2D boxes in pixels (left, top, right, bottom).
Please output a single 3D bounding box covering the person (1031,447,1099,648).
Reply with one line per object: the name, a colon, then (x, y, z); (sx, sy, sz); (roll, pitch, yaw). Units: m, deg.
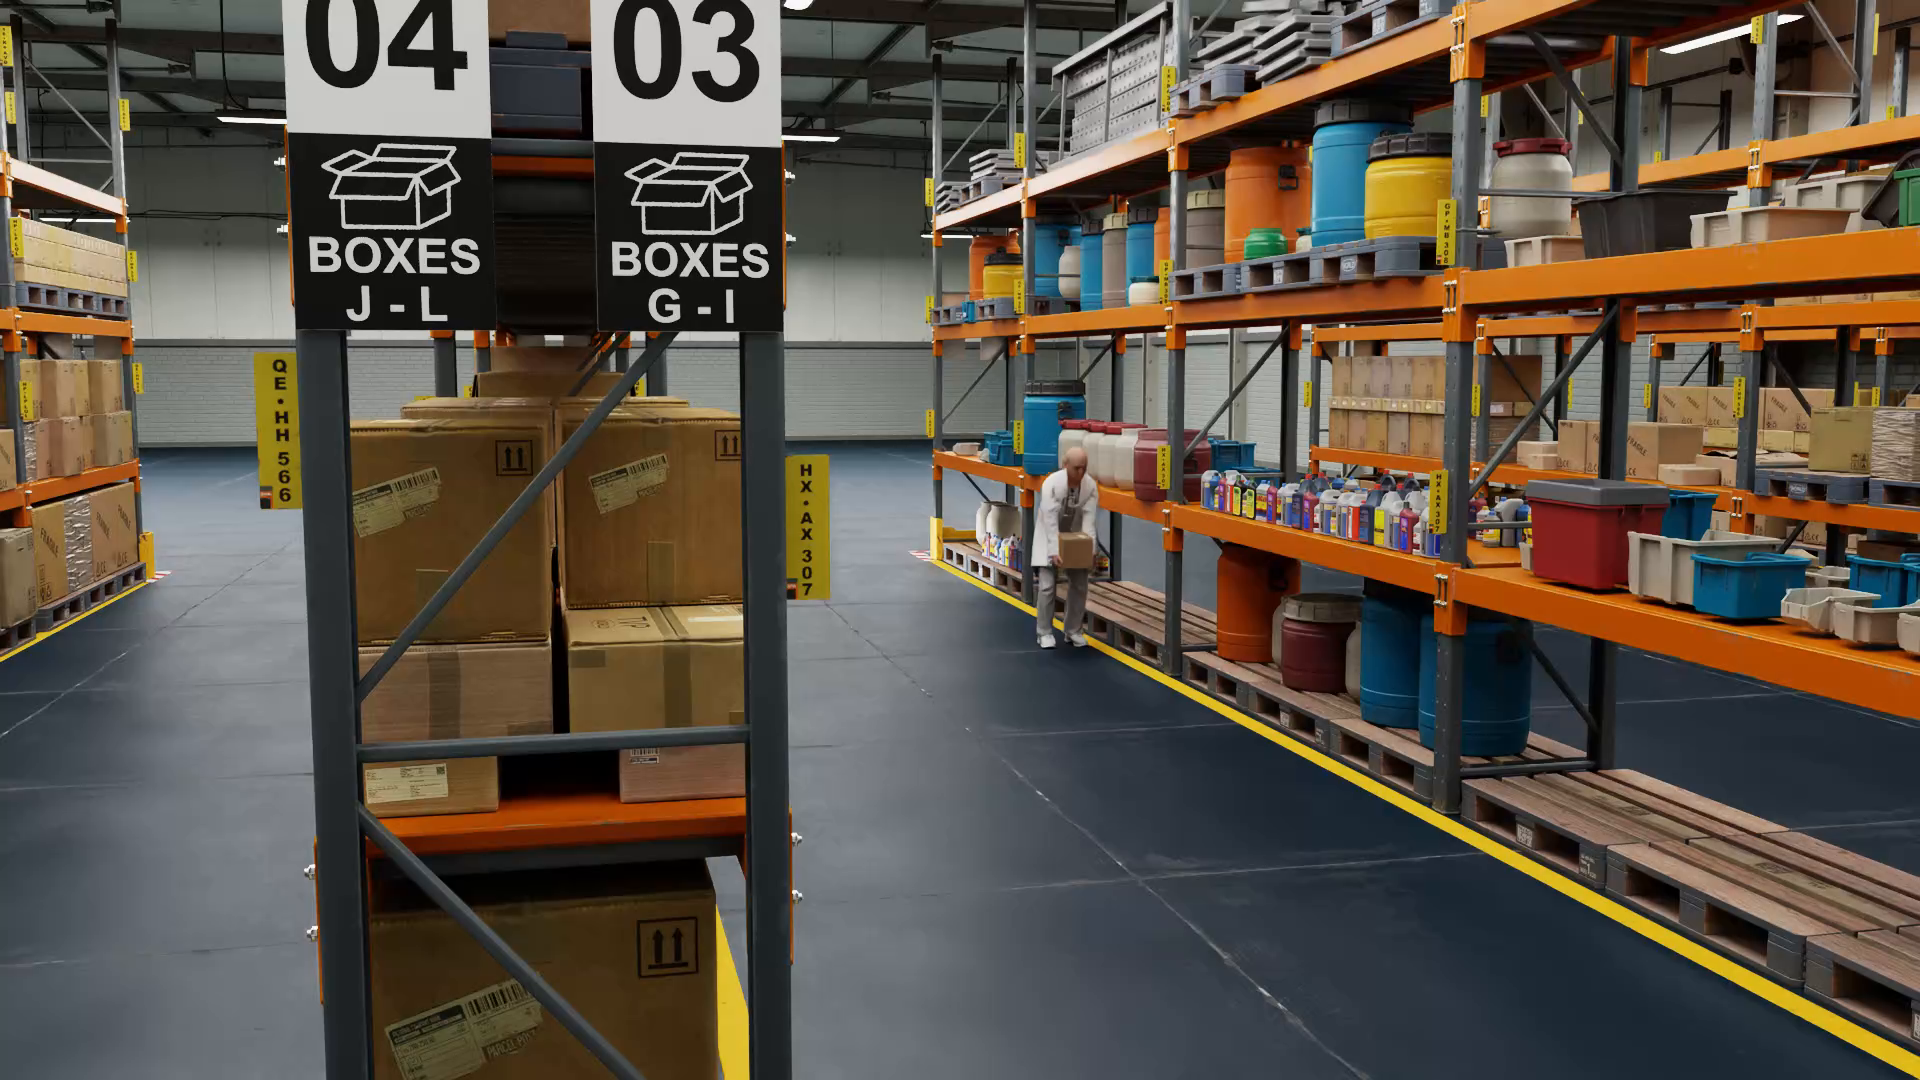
person: (0.874, 0.064, 13.778); (0.540, 1.679, 0.631); (-2, 6, -15)
